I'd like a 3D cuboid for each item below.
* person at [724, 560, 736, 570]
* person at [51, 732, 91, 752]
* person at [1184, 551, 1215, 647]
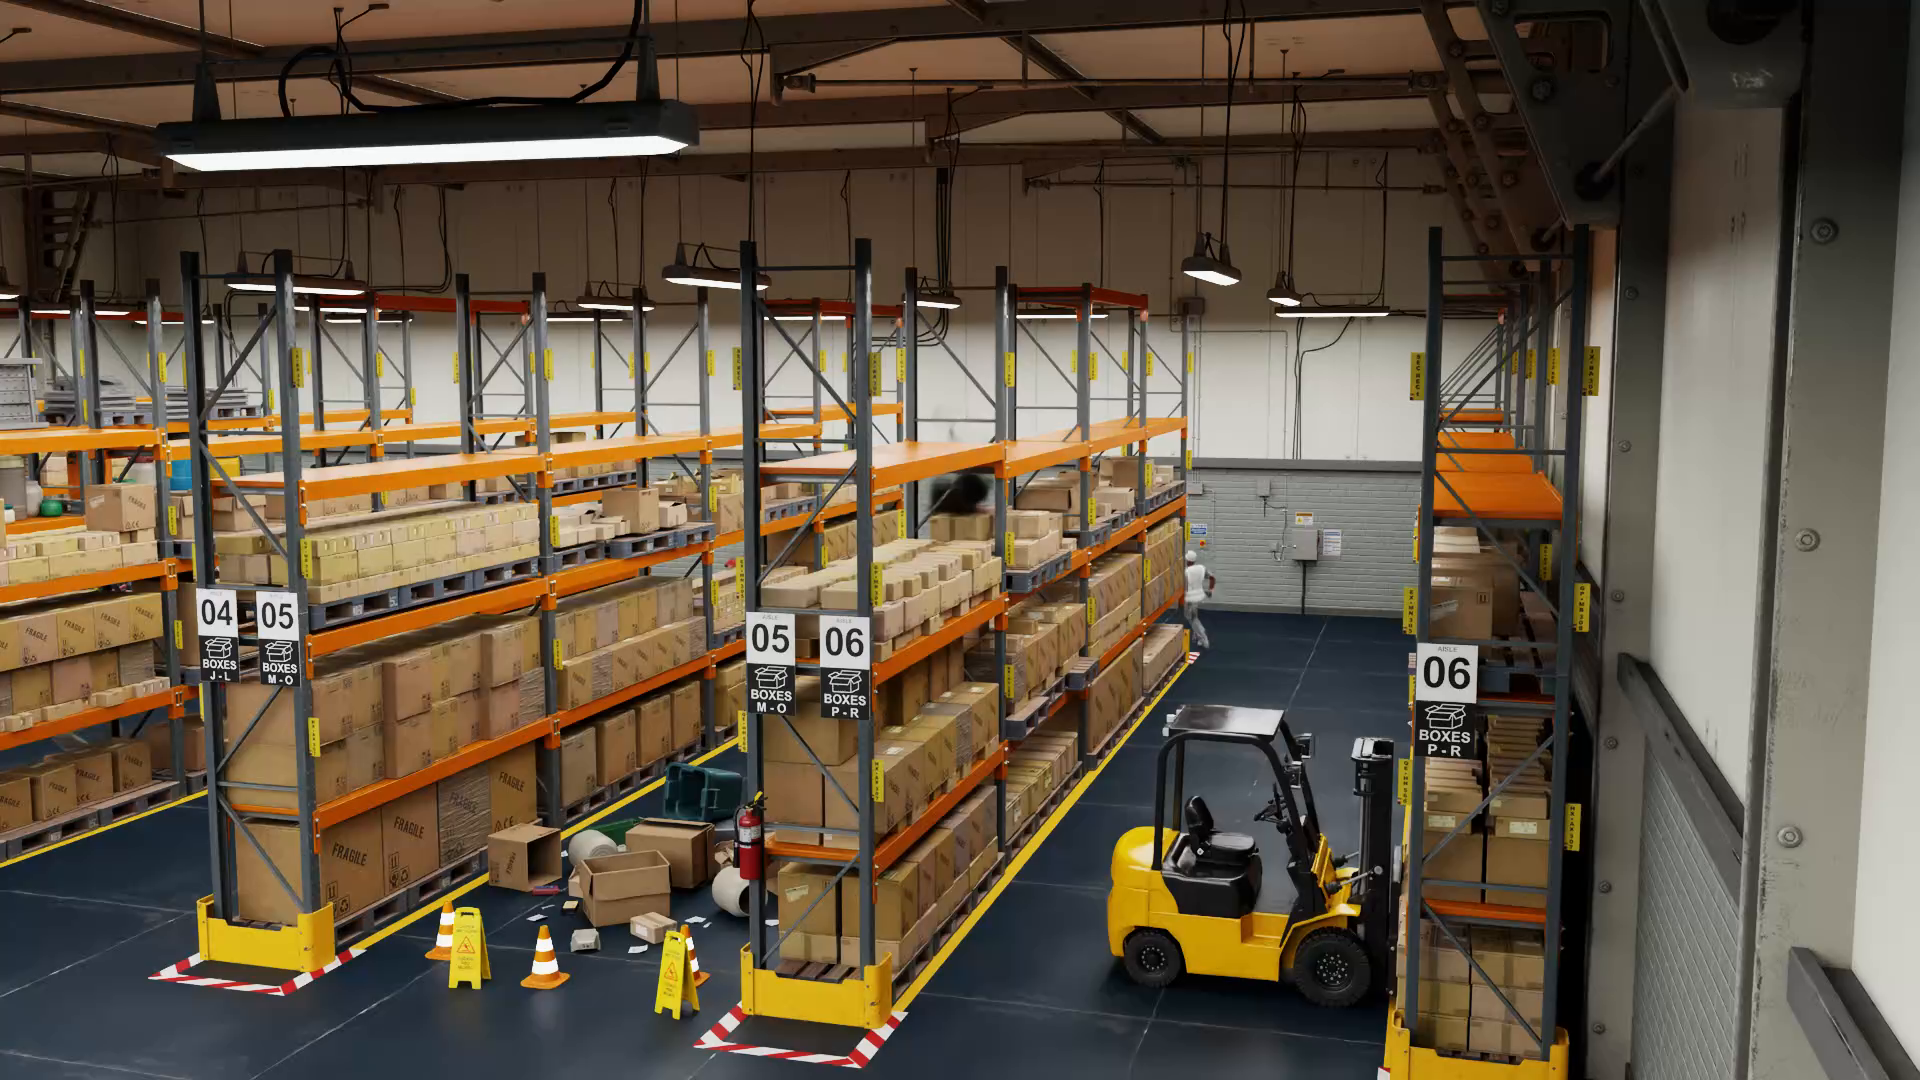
[{"bbox_3d":[-3.803,1.191,27.845,0.666,1.739,0.626,2,7,17],"label":"person"},{"bbox_3d":[-11.032,2.008,20.432,0.689,1.743,0.663,2,7,21],"label":"person"},{"bbox_3d":[4.054,1.021,29.248,0.711,1.711,0.648,-6,9,-42],"label":"person"}]
